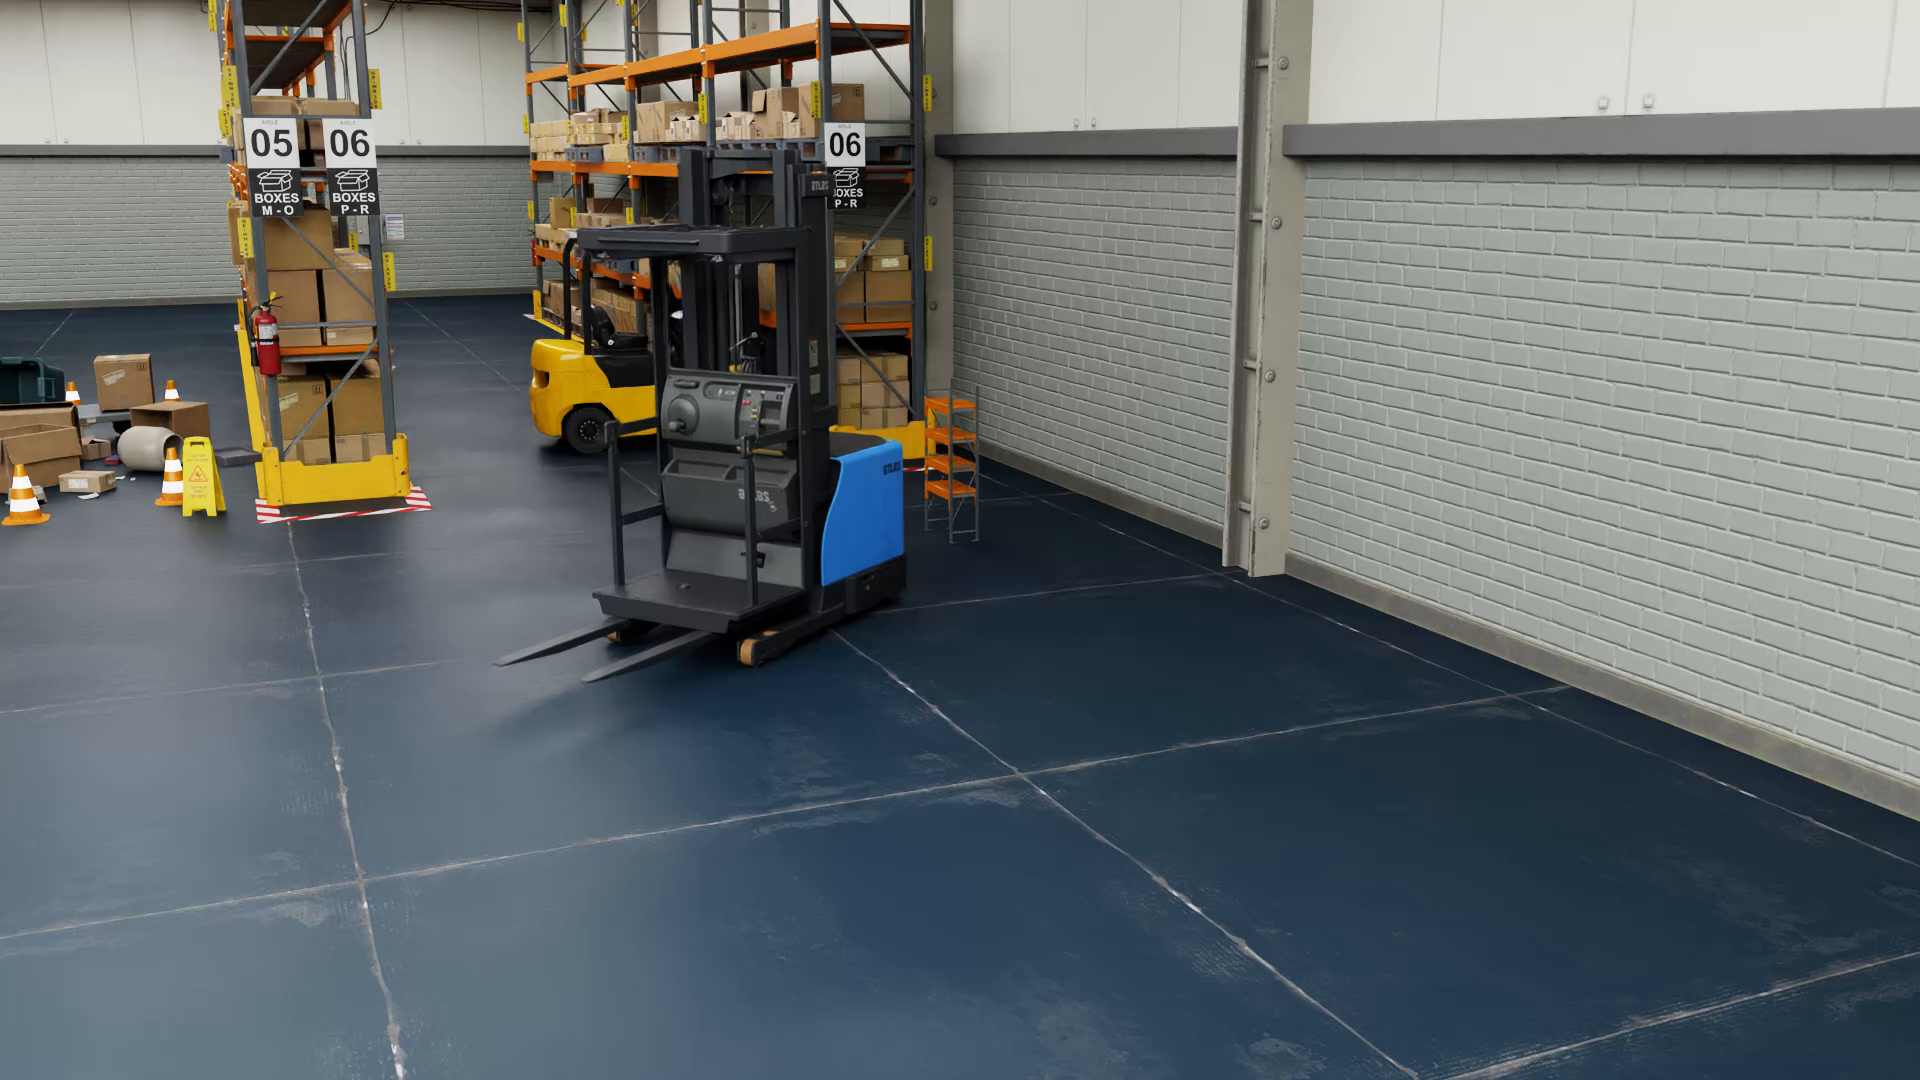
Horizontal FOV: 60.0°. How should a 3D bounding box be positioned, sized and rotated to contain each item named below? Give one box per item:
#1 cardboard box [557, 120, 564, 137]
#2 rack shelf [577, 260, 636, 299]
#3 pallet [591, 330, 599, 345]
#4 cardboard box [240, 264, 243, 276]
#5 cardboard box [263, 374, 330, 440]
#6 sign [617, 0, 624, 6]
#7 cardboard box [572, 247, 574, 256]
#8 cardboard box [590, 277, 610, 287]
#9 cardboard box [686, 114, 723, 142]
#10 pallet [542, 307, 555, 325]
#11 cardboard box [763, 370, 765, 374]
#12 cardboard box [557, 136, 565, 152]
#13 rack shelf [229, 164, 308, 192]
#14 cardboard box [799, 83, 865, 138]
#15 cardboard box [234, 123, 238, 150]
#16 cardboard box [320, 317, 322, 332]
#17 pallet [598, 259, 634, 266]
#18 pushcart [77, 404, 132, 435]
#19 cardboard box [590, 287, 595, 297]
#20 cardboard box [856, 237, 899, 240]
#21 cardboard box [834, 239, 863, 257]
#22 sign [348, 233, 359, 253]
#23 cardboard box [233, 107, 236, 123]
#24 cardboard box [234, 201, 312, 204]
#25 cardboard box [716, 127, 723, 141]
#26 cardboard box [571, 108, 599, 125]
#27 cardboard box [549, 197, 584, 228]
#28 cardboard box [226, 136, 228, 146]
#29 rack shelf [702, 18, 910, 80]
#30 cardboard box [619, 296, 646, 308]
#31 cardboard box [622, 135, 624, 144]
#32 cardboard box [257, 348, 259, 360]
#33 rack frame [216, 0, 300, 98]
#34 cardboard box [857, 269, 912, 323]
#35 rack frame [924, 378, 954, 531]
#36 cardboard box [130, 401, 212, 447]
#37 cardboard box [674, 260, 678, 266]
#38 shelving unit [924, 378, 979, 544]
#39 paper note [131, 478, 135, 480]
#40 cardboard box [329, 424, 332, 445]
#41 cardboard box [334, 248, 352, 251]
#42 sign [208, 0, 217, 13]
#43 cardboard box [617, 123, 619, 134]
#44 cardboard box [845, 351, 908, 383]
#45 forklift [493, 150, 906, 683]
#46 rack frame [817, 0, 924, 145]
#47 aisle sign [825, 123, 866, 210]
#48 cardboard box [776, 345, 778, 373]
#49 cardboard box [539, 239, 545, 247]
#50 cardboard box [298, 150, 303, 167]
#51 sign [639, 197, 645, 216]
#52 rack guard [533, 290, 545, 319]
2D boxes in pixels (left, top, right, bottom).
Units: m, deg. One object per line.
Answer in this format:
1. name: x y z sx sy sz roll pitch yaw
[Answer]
1. cardboard box: -6.270 -6.710 27.123 0.500 0.250 0.500 -6 14 -24
2. rack shelf: -4.835 -3.983 25.024 1.077 0.370 4.000 -6 14 -23
3. pallet: -5.275 -3.224 26.331 1.003 0.211 1.213 -6 14 -23
4. cardboard box: -9.657 -3.792 22.934 0.500 0.250 0.500 -6 14 -24
5. cardboard box: -5.935 -1.191 14.867 0.500 0.500 0.500 -6 14 -23
6. sign: -4.527 -7.286 22.146 0.100 0.325 0.005 -6 14 -23
7. cardboard box: -6.119 -4.720 27.167 0.380 0.149 0.250 -5 14 -21
8. cardboard box: -5.680 -4.102 26.456 0.380 0.149 0.250 -6 14 -24
9. cardboard box: -2.944 -4.893 19.751 0.500 0.311 0.500 -6 14 -25
10. pallet: -6.887 -4.034 29.834 1.003 0.211 1.213 -6 14 -23
11. cardboard box: -1.924 -1.762 17.888 0.500 0.250 0.500 -6 14 -23
12. cardboard box: -6.276 -6.464 27.166 0.500 0.250 0.500 -6 14 -25
13. rack shelf: -9.381 -4.996 22.745 1.077 0.370 4.000 -6 14 -23
14. cardboard box: -1.229 -4.101 15.908 0.500 0.500 0.500 -5 14 -21
15. cardboard box: -6.648 -3.852 15.883 0.500 0.250 0.500 -5 14 -22
16. cardboard box: -5.823 -2.054 15.651 0.380 0.149 0.250 -5 14 -21
17. pallet: -4.817 -4.229 24.913 1.003 0.211 1.213 -6 14 -23
18. pushcart: -9.047 -1.151 17.008 1.648 0.377 0.936 -12 18 -42
19. cardboard box: -5.736 -3.952 26.466 0.380 0.149 0.250 -5 14 -20
20. cardboard box: -0.817 -2.927 16.543 0.380 0.149 0.250 -5 14 -21
21. cardboard box: -1.165 -2.832 16.136 0.380 0.149 0.250 -6 14 -23
22. sign: -6.484 -3.118 17.767 0.100 0.325 0.005 -6 14 -23
23. cardboard box: -6.841 -4.115 16.133 0.380 0.149 0.250 -6 14 -23
24. cardboard box: -6.815 -3.108 16.547 0.700 0.500 0.500 -6 14 -23
25. cardboard box: -2.530 -4.566 18.699 0.380 0.149 0.250 -5 14 -22
26. cardboard box: -5.835 -6.592 25.874 0.396 0.266 0.258 -6 14 -24
27. cardboard box: -6.702 -5.583 28.349 0.500 0.500 0.500 -5 14 -22
28. cardboard box: -9.996 -5.557 23.162 0.380 0.166 0.250 -7 15 -27
29. rack shelf: -1.630 -5.058 17.251 1.077 0.370 4.000 -6 14 -23
30. cardboard box: -4.831 -3.525 24.621 0.380 0.149 0.250 -6 14 -24
31. cardboard box: -4.564 -5.667 23.497 0.380 0.149 0.250 -5 14 -22
32. cardboard box: -6.675 -1.853 16.287 0.380 0.149 0.250 -5 14 -20
33. rack frame: -10.182 -7.221 24.111 1.000 3.000 0.127 -6 14 -23
34. cardboard box: -0.773 -2.444 16.556 0.500 0.500 0.500 -5 14 -21
35. rack frame: -0.164 -0.669 13.100 0.240 1.200 0.015 -6 14 -23
36. cardboard box: -7.795 -1.084 16.441 0.500 0.500 0.500 4 14 16
37. cardboard box: -3.274 -3.555 20.801 0.500 0.250 0.500 -5 14 -22
38. shelving unit: -0.066 -0.619 12.882 0.258 1.200 0.503 -6 14 -23
39. paper note: -7.596 -0.562 15.275 0.032 0.001 0.123 -6 14 -23
40. cardboard box: -5.873 -1.093 16.107 0.500 0.250 0.500 -5 14 -19
41. cardboard box: -6.572 -2.769 17.302 0.500 0.500 0.500 -6 14 -24
42. sign: -10.701 -7.708 23.794 0.100 0.325 0.005 -6 14 -23
43. cardboard box: -4.667 -5.863 23.686 0.380 0.149 0.250 -6 14 -24
44. cardboard box: -0.848 -1.736 16.669 0.500 0.250 0.500 -6 14 -24
45. forklift: -1.508 -0.805 9.848 1.130 2.935 3.031 7 15 28
46. rack frame: -0.829 -5.191 15.340 1.000 3.000 0.127 -6 14 -23
47. aisle sign: -1.072 -3.494 15.550 0.394 0.787 0.004 -6 14 -23
48. cardboard box: -1.720 -1.895 17.356 0.500 0.250 0.500 -5 14 -22
49. cardboard box: -7.358 -5.358 29.927 0.380 0.149 0.250 -6 14 -23
50. cardboard box: -6.020 -3.371 14.687 0.380 0.149 0.250 -6 14 -23
51. sign: -5.129 -5.362 26.818 0.100 0.325 0.005 -6 14 -23
52. rack guard: -7.208 -4.340 30.513 1.175 0.500 0.348 -6 14 -23
